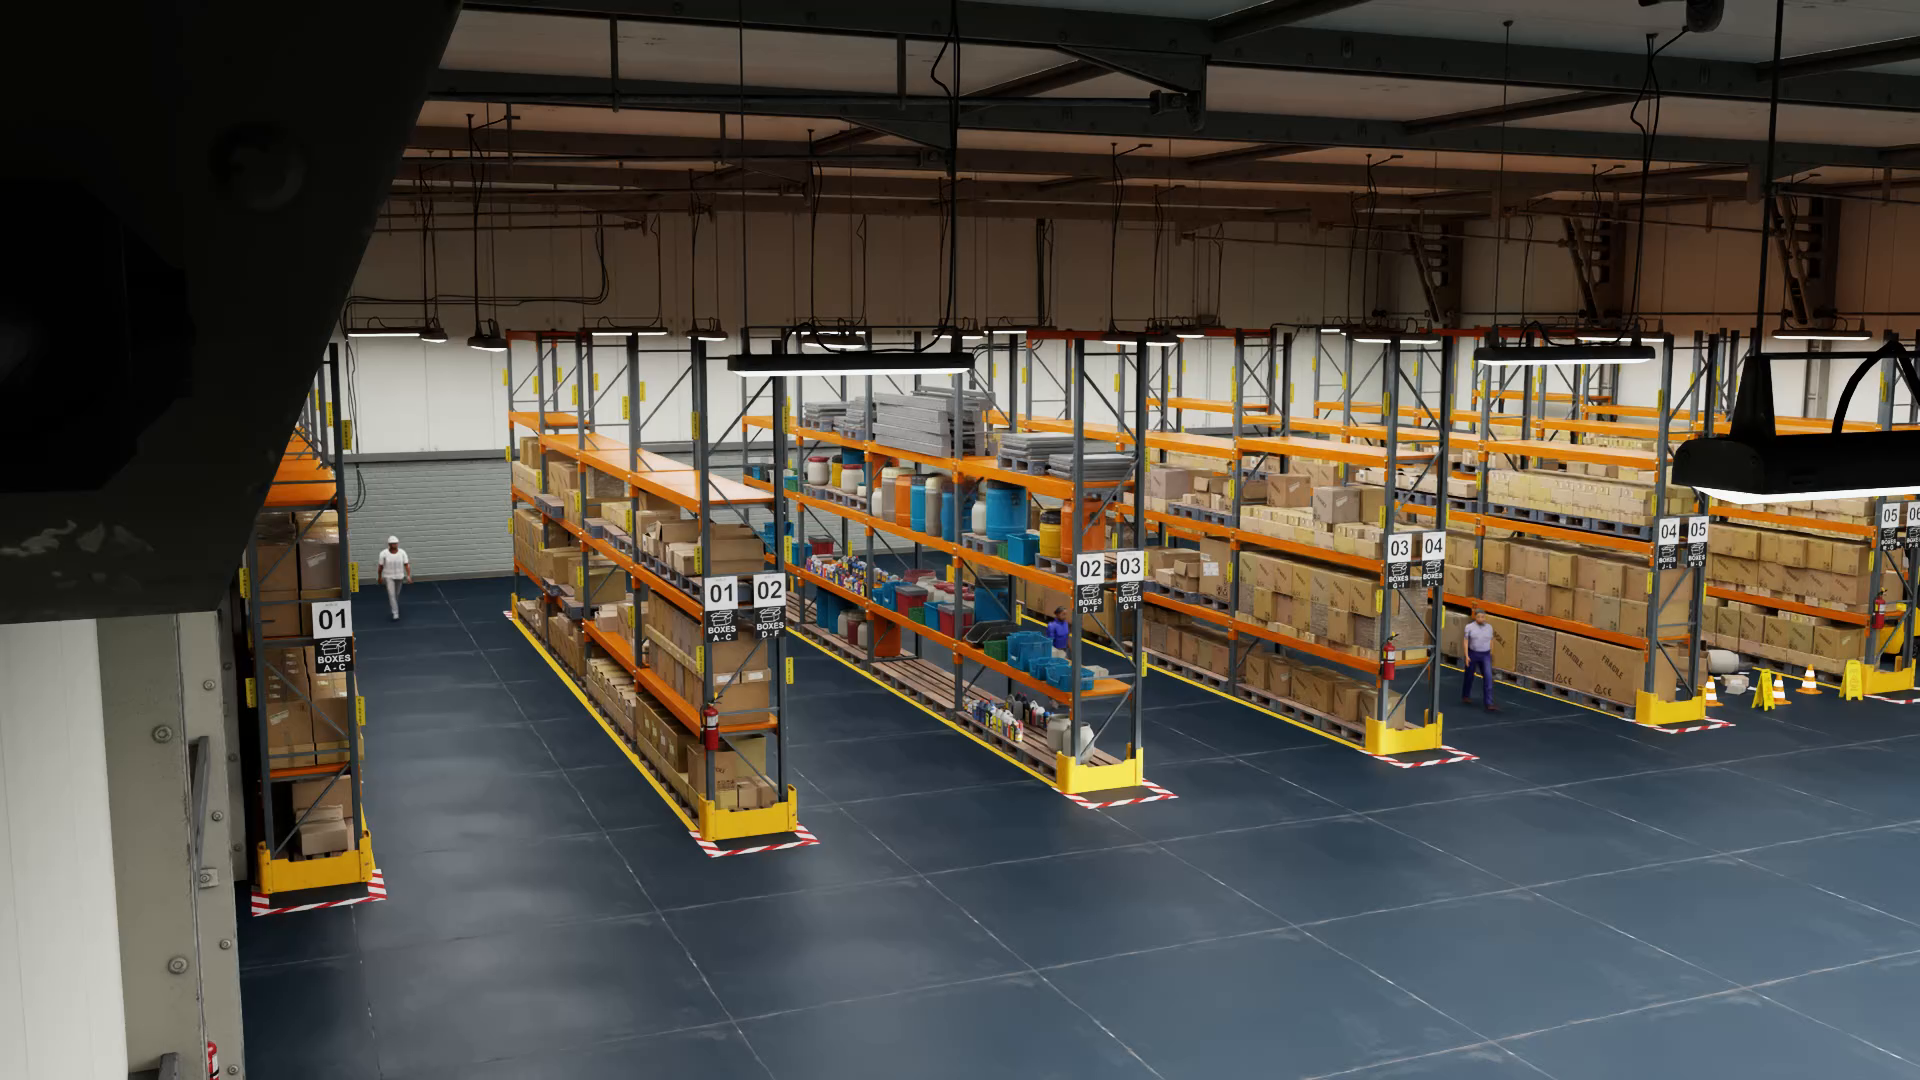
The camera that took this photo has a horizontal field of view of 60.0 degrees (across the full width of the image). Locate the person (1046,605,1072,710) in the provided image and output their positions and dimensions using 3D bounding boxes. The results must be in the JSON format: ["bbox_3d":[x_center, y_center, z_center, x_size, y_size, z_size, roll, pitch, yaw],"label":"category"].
[{"bbox_3d":[1.615,1.906,26.793,0.388,1.708,0.538,7,10,40],"label":"person"}]

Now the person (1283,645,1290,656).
[{"bbox_3d":[6.033,1.262,31.001,0.624,1.841,0.609,-3,8,-20],"label":"person"}]

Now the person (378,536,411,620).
[{"bbox_3d":[-11.769,0.767,34.651,0.597,1.706,1.105,-5,9,-33],"label":"person"}]

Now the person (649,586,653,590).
[{"bbox_3d":[-5.897,1.071,32.651,0.454,1.635,0.863,-4,9,-26],"label":"person"}]

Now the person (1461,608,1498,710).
[{"bbox_3d":[8.367,1.961,26.777,0.532,1.511,0.824,1,8,10],"label":"person"}]
